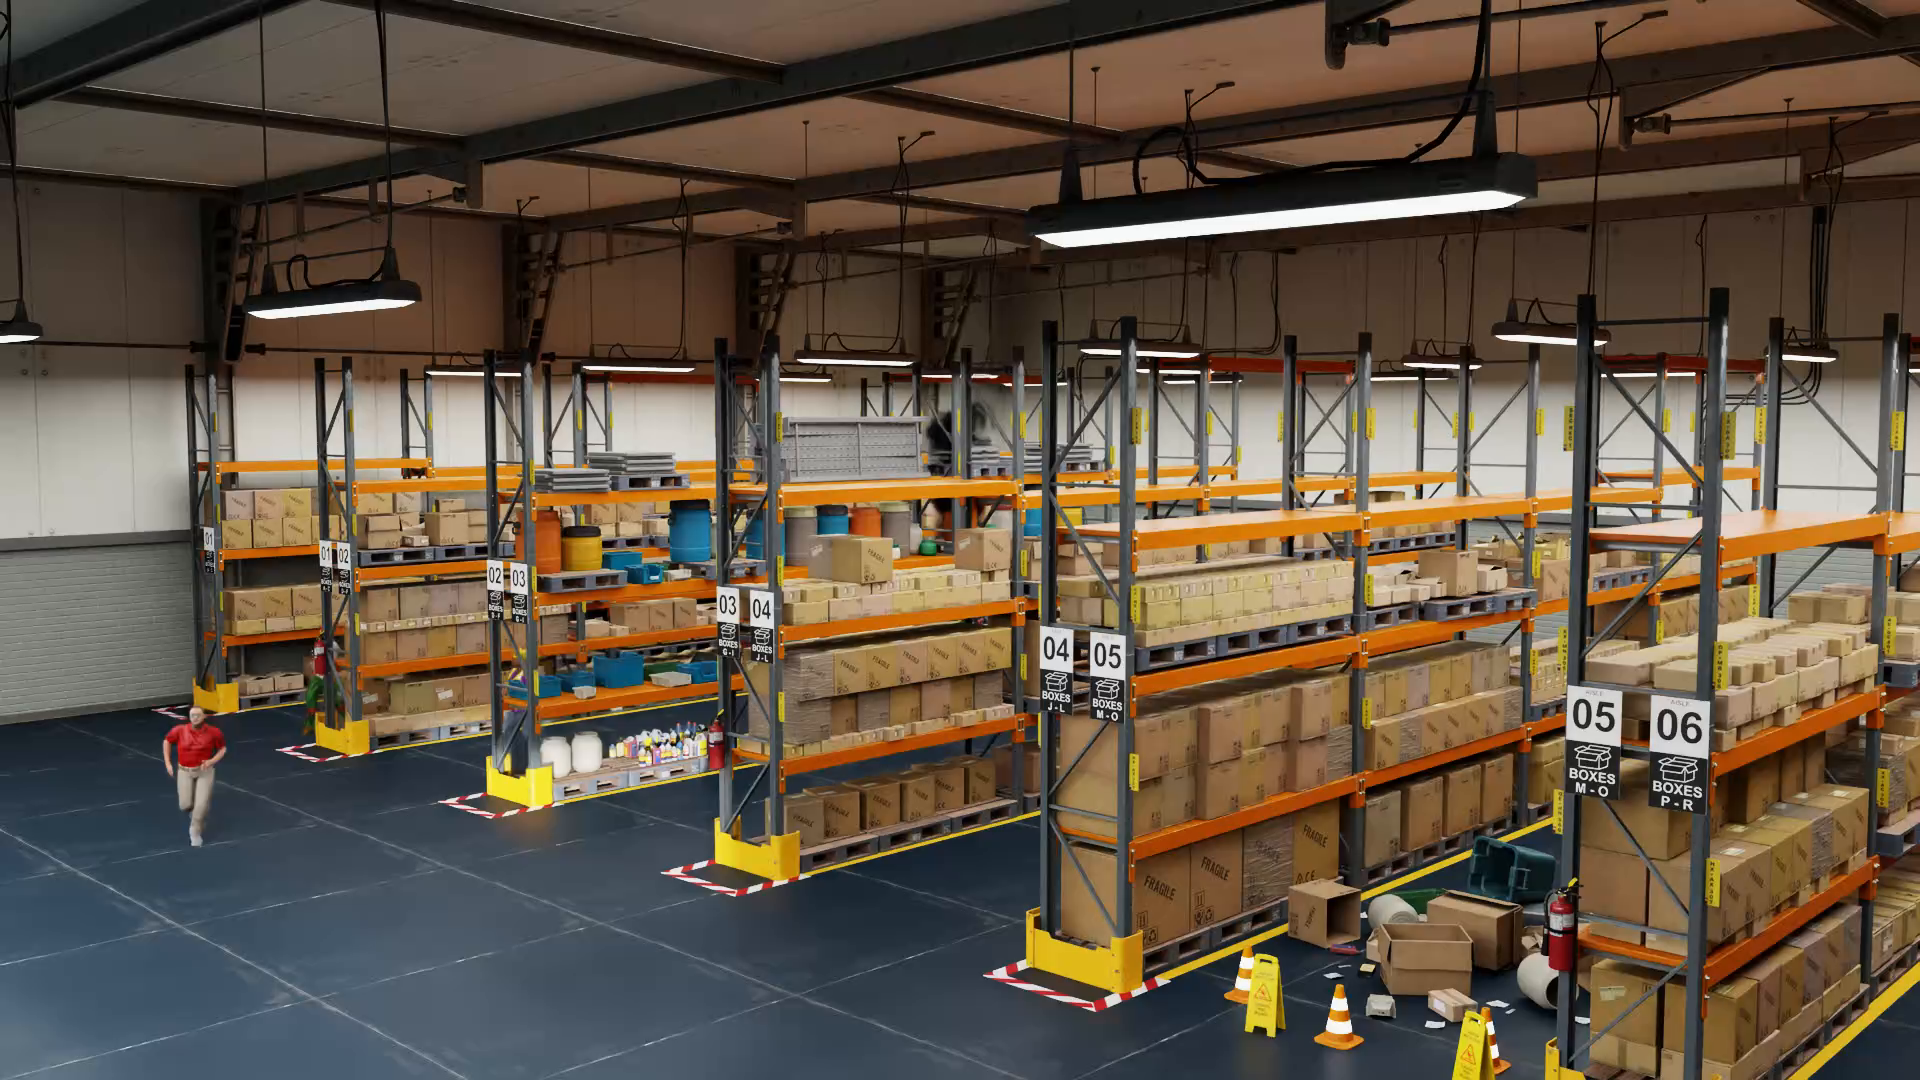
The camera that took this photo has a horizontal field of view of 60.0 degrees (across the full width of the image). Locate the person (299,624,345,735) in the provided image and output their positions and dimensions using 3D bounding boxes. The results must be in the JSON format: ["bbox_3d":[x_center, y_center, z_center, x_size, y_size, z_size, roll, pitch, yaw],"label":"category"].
[{"bbox_3d":[-10.206,2.232,26.858,0.683,1.829,0.889,3,6,38],"label":"person"}]

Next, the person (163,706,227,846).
[{"bbox_3d":[-9.188,2.818,19.987,0.702,1.686,0.705,-2,5,-19],"label":"person"}]

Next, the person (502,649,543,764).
[{"bbox_3d":[-6.271,2.447,23.749,0.683,1.800,0.850,4,6,40],"label":"person"}]
